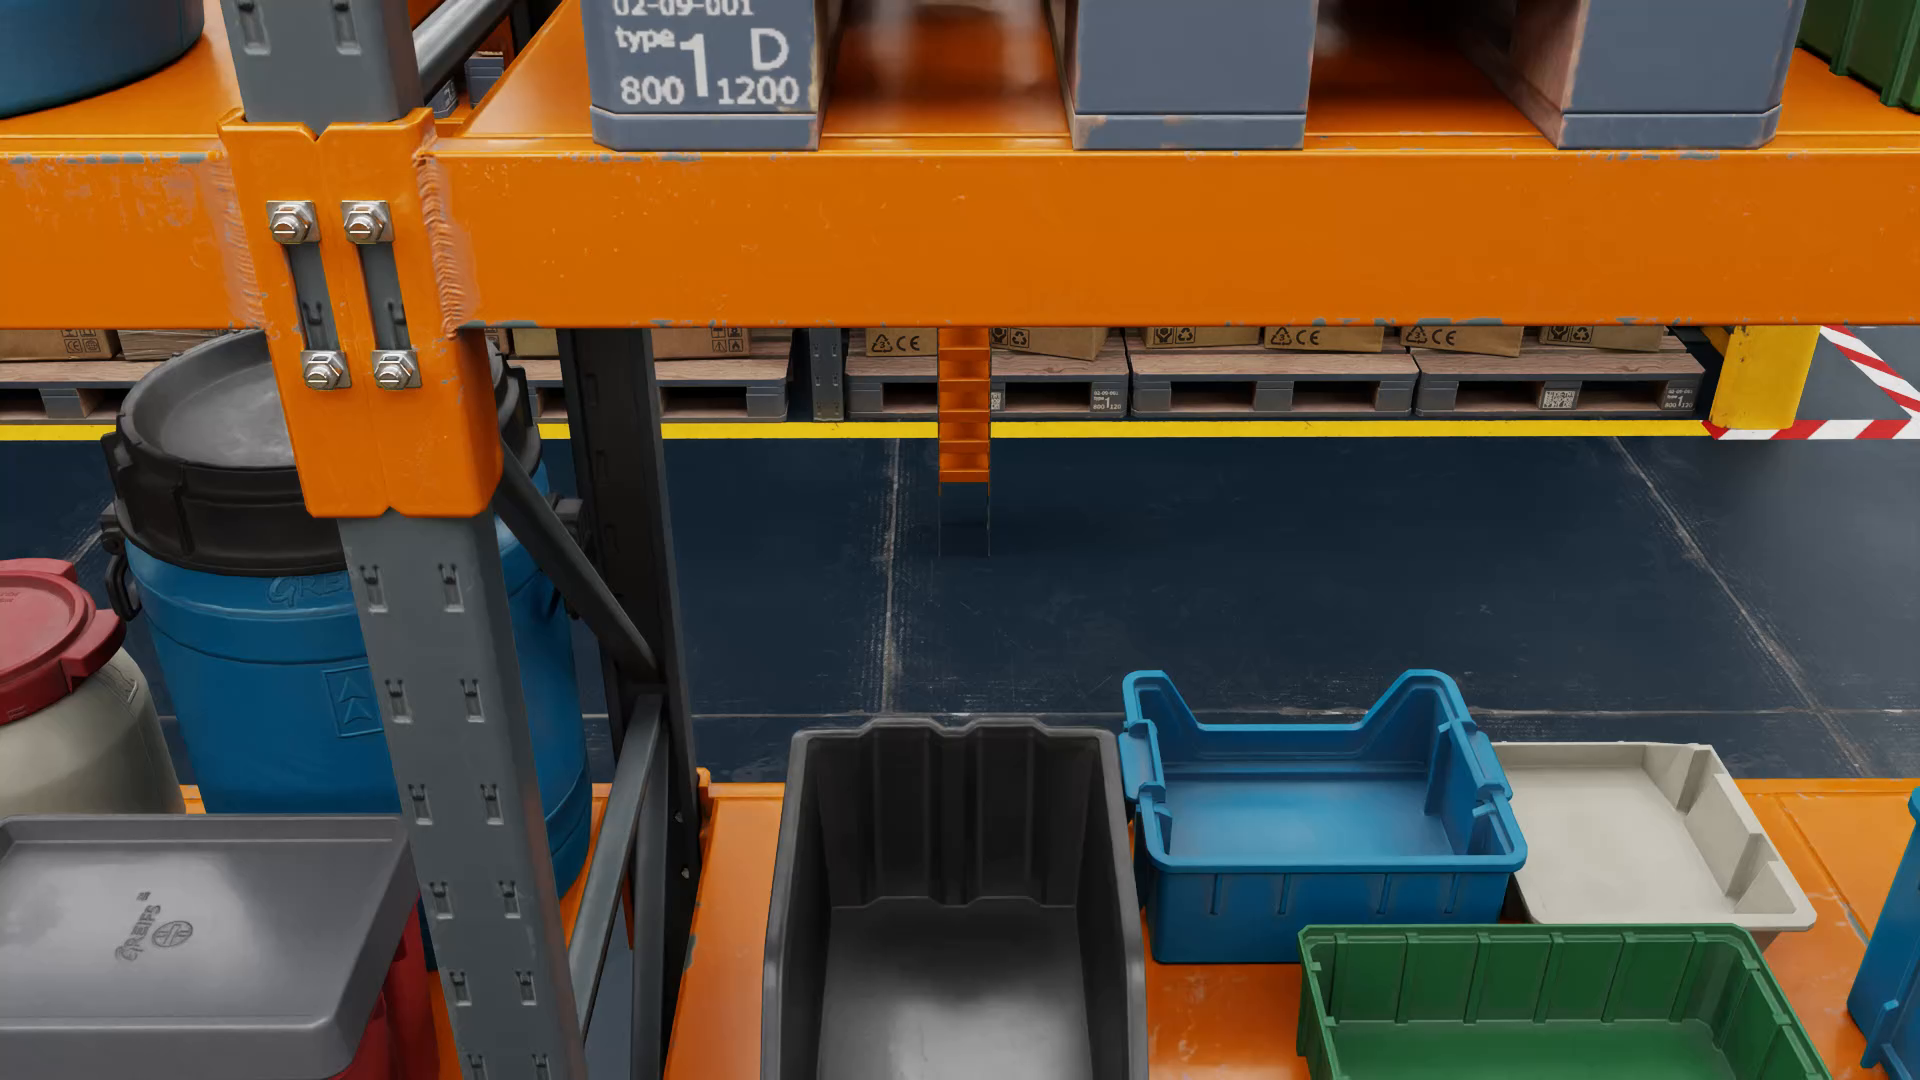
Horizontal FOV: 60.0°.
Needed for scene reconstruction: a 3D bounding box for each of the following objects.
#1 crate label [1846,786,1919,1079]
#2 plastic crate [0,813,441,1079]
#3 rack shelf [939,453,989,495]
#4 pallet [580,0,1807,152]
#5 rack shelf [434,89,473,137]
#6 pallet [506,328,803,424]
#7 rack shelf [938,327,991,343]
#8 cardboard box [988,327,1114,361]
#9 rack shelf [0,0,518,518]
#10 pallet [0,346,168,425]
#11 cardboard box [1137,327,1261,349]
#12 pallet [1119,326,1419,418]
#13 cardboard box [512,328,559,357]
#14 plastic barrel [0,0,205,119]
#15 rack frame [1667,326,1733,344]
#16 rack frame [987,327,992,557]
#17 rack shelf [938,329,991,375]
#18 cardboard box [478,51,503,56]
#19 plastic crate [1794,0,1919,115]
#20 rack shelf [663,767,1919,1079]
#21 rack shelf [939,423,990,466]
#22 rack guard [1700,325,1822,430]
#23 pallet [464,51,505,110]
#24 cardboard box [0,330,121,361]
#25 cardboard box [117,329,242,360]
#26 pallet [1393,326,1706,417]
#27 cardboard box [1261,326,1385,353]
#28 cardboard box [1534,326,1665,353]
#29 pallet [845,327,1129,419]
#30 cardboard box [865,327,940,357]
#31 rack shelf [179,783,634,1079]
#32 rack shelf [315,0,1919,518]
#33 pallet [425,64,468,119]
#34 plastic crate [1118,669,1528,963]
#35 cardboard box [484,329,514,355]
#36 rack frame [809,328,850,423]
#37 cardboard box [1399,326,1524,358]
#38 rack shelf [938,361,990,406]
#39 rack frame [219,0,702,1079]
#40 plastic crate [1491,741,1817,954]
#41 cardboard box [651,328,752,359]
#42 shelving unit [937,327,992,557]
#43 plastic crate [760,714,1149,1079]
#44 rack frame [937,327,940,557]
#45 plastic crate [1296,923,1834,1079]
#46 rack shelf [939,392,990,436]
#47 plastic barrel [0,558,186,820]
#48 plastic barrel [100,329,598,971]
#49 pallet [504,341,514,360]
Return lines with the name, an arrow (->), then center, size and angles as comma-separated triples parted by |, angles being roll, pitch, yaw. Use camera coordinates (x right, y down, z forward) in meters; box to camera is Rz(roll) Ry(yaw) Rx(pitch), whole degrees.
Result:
crate label -> 1.628, 0.648, 2.256 | 0.616, 0.435, 0.502 | 0, 31, 0
plastic crate -> -1.015, 0.662, 2.205 | 0.583, 0.464, 0.402 | 0, 31, 0
rack shelf -> 0.014, -0.270, 6.086 | 0.180, 0.103, 0.258 | 0, 31, 0
pallet -> 0.188, -0.725, 1.844 | 1.003, 0.211, 1.213 | 0, 31, 0
rack shelf -> -2.563, -1.726, 6.896 | 4.000, 0.370, 1.077 | 0, 31, 0
pallet -> -1.341, -0.844, 7.438 | 1.213, 0.211, 1.003 | 0, 31, 0
rack shelf -> 0.014, -0.783, 5.775 | 0.180, 0.103, 0.258 | 0, 31, 0
cardboard box -> 0.410, -1.137, 7.237 | 0.500, 0.500, 0.500 | 10, 33, 15
rack shelf -> -2.533, -0.439, 1.884 | 4.000, 0.370, 1.077 | 0, 31, 0
pallet -> -3.781, -0.837, 7.425 | 1.213, 0.211, 1.003 | 0, 31, 0
cardboard box -> 1.031, -1.179, 7.307 | 0.500, 0.500, 0.500 | -3, 31, -5
pallet -> 1.332, -0.873, 7.486 | 1.213, 0.211, 1.003 | 0, 31, 0
cardboard box -> -1.654, -1.177, 7.283 | 0.500, 0.500, 0.700 | 0, 31, -1
plastic barrel -> -1.040, -0.853, 1.389 | 0.708, 0.901, 0.600 | 0, 31, 0
rack frame -> 3.437, -2.052, 6.741 | 0.127, 3.000, 1.000 | 0, 31, 0
rack frame -> 0.106, -0.513, 5.939 | 0.006, 1.200, 0.240 | 0, 31, 0
rack shelf -> 0.014, -0.680, 5.837 | 0.180, 0.103, 0.258 | 0, 31, 0
cardboard box -> -1.358, -2.546, 6.571 | 1.000, 1.000, 1.000 | 0, 31, 0
plastic crate -> 1.047, -0.526, 1.538 | 0.450, 0.188, 0.336 | 0, 31, 0
rack shelf -> 1.467, 0.831, 2.682 | 4.000, 0.370, 1.077 | 0, 31, 0
rack shelf -> 0.014, -0.372, 6.024 | 0.180, 0.103, 0.258 | 0, 31, 0
rack guard -> 3.361, -0.983, 7.389 | 0.348, 0.500, 1.175 | 0, 31, 0
pallet -> -1.328, -2.031, 6.890 | 1.213, 0.211, 1.003 | 0, 31, 0
cardboard box -> -3.893, -1.159, 7.254 | 0.500, 0.500, 0.700 | -2, 31, -3
cardboard box -> -3.338, -1.167, 7.268 | 0.500, 0.500, 0.700 | -3, 31, -4
pallet -> 2.549, -0.876, 7.490 | 1.213, 0.211, 1.003 | 0, 31, 0
cardboard box -> 1.589, -1.158, 7.272 | 0.500, 0.500, 0.500 | 3, 31, 4
cardboard box -> 2.813, -1.170, 7.291 | 0.500, 0.500, 0.500 | 5, 32, 9
pallet -> 0.109, -0.868, 7.477 | 1.213, 0.211, 1.003 | 0, 31, 0
cardboard box -> -0.162, -1.131, 7.227 | 0.500, 0.500, 0.500 | -1, 31, -2
rack shelf -> -2.533, 0.843, 2.662 | 4.000, 0.370, 1.077 | 0, 31, 0
rack shelf -> 1.467, -0.452, 1.904 | 4.000, 0.370, 1.077 | 0, 31, 0
pallet -> -2.583, -1.973, 6.794 | 1.213, 0.211, 1.003 | 0, 31, 0
plastic crate -> 0.572, 0.449, 2.762 | 0.616, 0.251, 0.499 | 0, 31, 0
cardboard box -> -2.213, -1.175, 7.280 | 0.500, 0.500, 0.700 | -3, 31, -5
rack frame -> -0.563, -2.040, 6.720 | 0.127, 3.000, 1.000 | 0, 31, 0
cardboard box -> 2.215, -1.150, 7.259 | 0.500, 0.500, 0.500 | 8, 32, 13
rack shelf -> 0.014, -0.578, 5.900 | 0.180, 0.103, 0.258 | 0, 31, 0
rack frame -> -0.533, 0.528, 2.488 | 0.053, 2.616, 0.949 | 0, 31, 0
plastic crate -> 1.090, 0.506, 2.779 | 0.437, 0.136, 0.530 | 0, 31, 0
cardboard box -> -1.177, -1.168, 7.270 | 0.500, 0.500, 0.700 | -2, 31, -4
shelving unit -> 0.014, -0.513, 5.939 | 0.189, 1.200, 0.258 | 0, 31, 0
plastic crate -> -0.008, 0.620, 2.396 | 0.504, 0.338, 0.767 | 0, 31, 0
rack frame -> -0.077, -0.513, 5.938 | 0.006, 1.200, 0.240 | 0, 31, 0
plastic crate -> 0.826, 0.762, 2.306 | 0.662, 0.188, 0.450 | 0, 31, 0
rack shelf -> 0.014, -0.475, 5.962 | 0.180, 0.103, 0.258 | 0, 31, 0
plastic barrel -> -1.491, 0.361, 2.633 | 0.433, 0.535, 0.433 | 0, 31, 0
plastic barrel -> -0.921, 0.159, 2.613 | 0.708, 0.901, 0.600 | 0, 31, 0
pallet -> -2.564, -0.839, 7.429 | 1.213, 0.211, 1.003 | 0, 31, 0
